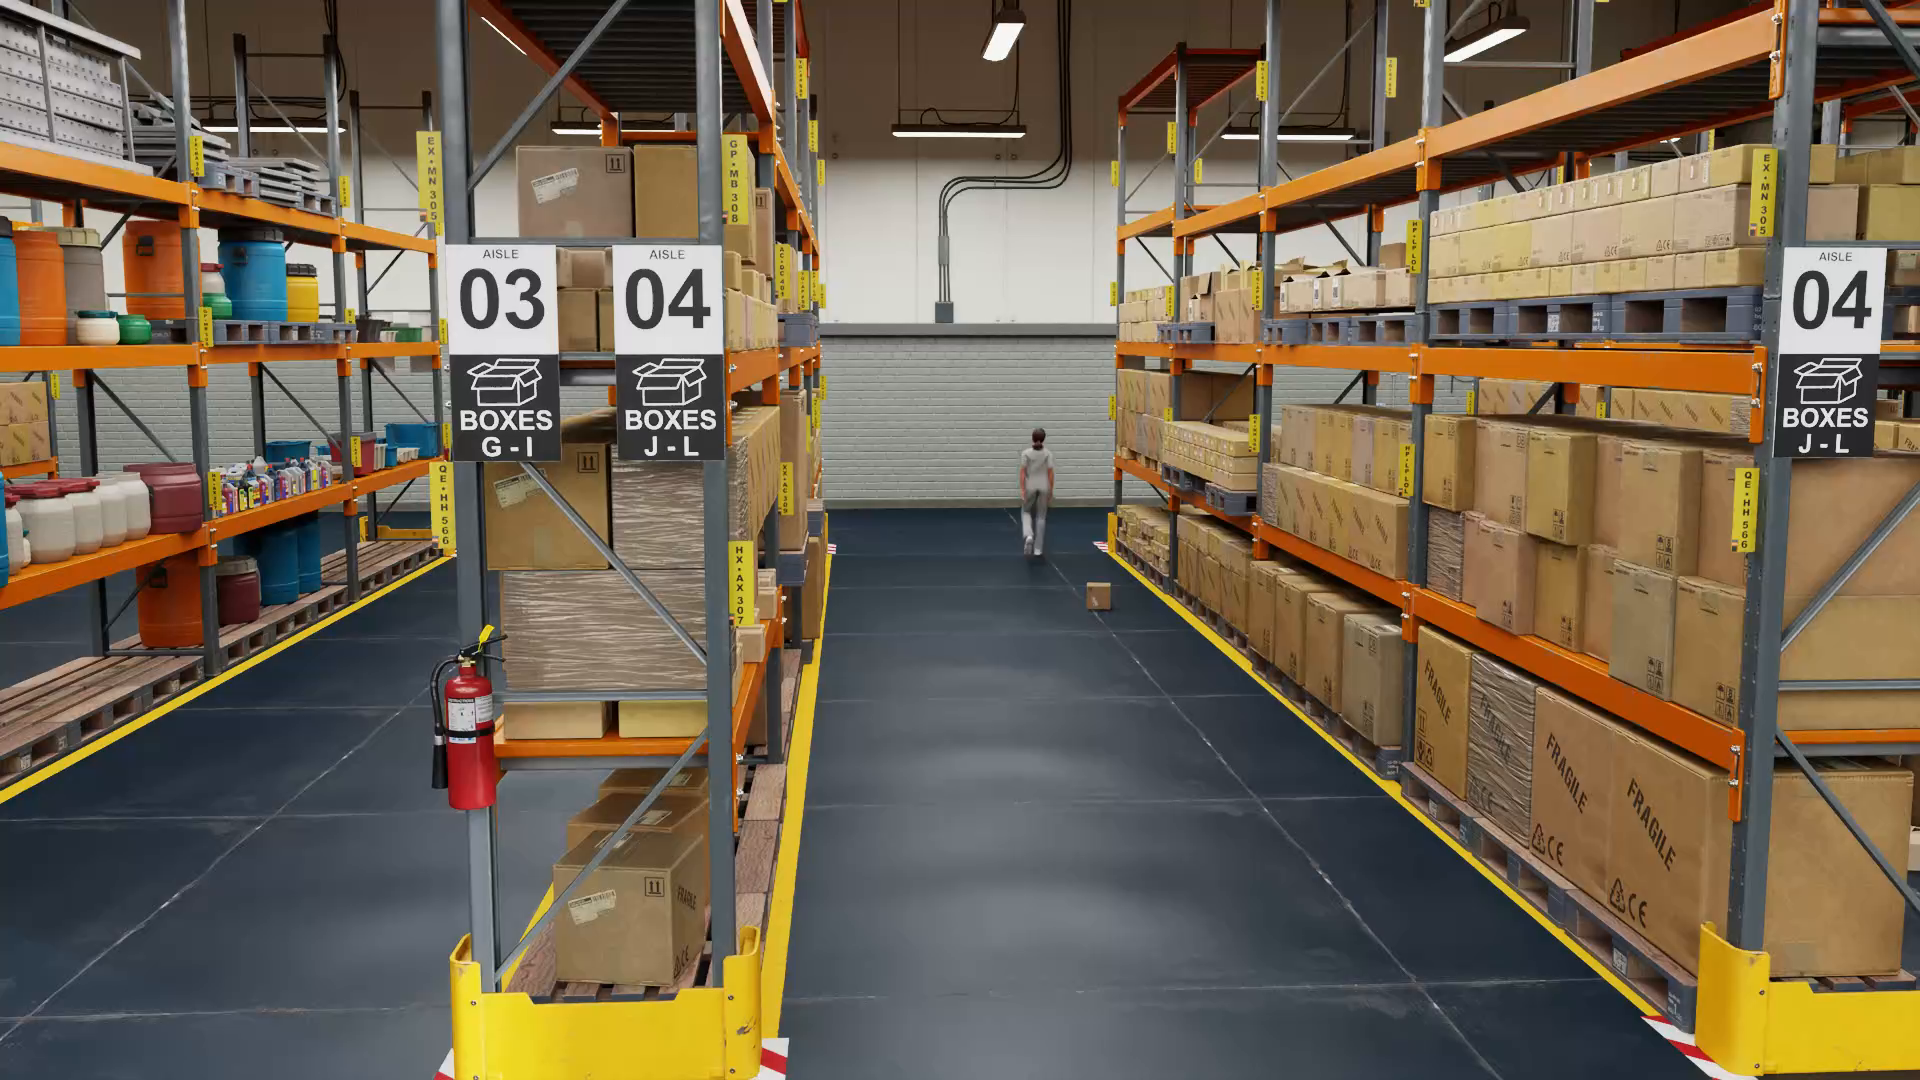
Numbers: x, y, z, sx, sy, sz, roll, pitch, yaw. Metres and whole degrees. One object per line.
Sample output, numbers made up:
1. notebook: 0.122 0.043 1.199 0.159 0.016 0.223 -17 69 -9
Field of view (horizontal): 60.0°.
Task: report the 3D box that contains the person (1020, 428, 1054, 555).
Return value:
1. person: 1.008 -0.640 21.831 0.448 1.660 0.456 0 7 3
